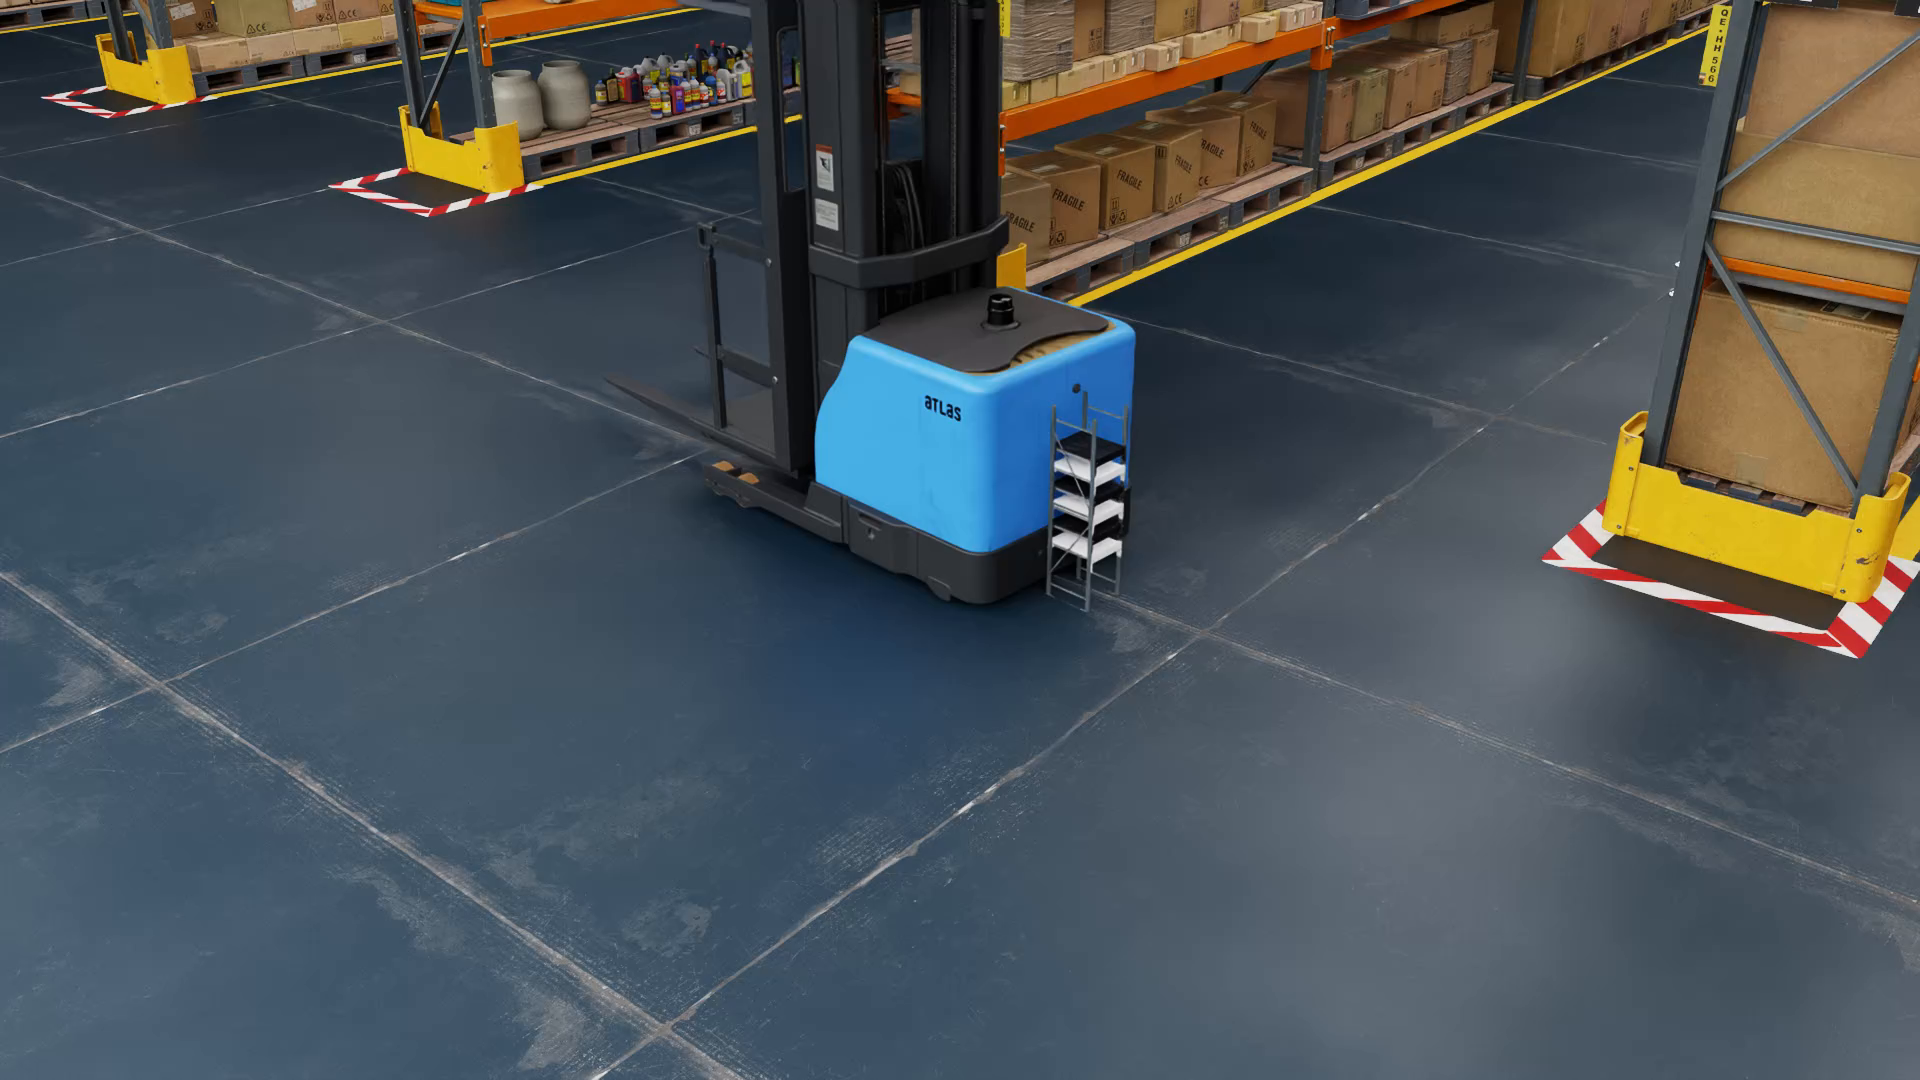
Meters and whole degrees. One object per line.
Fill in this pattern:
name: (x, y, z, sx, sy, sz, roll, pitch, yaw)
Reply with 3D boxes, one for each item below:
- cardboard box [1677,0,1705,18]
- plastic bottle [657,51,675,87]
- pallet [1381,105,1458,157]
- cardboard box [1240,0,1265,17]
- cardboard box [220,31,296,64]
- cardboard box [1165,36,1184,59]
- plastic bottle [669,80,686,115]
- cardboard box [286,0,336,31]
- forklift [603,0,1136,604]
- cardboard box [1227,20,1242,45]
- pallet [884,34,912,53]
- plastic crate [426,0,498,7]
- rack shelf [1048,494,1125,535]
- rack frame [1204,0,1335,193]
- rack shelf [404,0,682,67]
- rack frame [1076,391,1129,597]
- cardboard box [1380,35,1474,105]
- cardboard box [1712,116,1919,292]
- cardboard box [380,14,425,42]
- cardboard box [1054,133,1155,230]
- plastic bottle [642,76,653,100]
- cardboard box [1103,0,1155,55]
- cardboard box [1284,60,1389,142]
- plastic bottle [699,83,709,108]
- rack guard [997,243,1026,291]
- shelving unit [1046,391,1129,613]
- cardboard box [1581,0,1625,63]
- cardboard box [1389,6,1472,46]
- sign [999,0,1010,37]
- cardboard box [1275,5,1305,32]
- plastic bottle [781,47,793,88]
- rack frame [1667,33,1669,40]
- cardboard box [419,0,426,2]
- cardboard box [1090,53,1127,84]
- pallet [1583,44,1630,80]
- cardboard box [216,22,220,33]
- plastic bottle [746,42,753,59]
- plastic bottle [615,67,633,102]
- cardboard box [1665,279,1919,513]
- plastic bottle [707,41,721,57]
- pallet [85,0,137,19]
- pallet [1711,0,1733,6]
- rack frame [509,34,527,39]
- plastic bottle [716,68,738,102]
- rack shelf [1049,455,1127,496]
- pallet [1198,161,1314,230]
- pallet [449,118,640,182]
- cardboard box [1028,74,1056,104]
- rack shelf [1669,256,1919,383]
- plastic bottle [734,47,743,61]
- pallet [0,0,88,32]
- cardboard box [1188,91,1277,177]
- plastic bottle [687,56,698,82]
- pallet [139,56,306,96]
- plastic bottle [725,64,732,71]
cardboard box: (7.937, -6.479, 18.865, 0.875, 0.875, 0.875, 21, 34, 34)
plastic bottle: (-2.679, -4.273, 15.149, 0.144, 0.351, 0.185, 20, 34, 34)
pallet: (3.637, -3.662, 14.598, 1.003, 0.211, 1.213, 21, 34, 34)
cardboard box: (1.688, -4.057, 11.896, 0.875, 0.500, 0.500, 21, 34, 34)
cardboard box: (-6.991, -4.936, 16.563, 0.500, 0.250, 0.500, 21, 34, 34)
cardboard box: (1.274, -3.322, 11.180, 0.380, 0.149, 0.250, 21, 34, 34)
plastic bottle: (-2.447, -3.834, 14.374, 0.061, 0.283, 0.133, 21, 34, 35)
cardboard box: (-6.681, -5.450, 16.739, 0.500, 0.500, 0.500, 21, 34, 34)
forklift: (-0.618, -1.606, 7.665, 3.031, 2.935, 1.130, 25, 36, 39)
cardboard box: (1.752, -3.587, 11.693, 0.380, 0.149, 0.250, 21, 34, 34)
pallet: (-0.209, -5.122, 17.422, 1.003, 0.211, 1.213, 21, 34, 34)
plastic crate: (-3.911, -4.417, 13.186, 0.499, 0.251, 0.616, 21, 34, 34)
rack shelf: (0.538, -0.127, 7.089, 0.258, 0.077, 0.200, 24, 36, 38)
rack frame: (2.367, -4.189, 12.583, 1.000, 3.000, 0.127, 21, 34, 34)
rack shelf: (-2.727, -4.608, 14.176, 1.077, 0.370, 4.000, 21, 34, 34)
rack frame: (0.608, -0.191, 7.140, 0.240, 0.900, 0.006, 24, 36, 38)
cardboard box: (4.158, -4.249, 14.940, 0.700, 0.500, 0.500, 18, 32, 30)
cardboard box: (3.787, -1.497, 7.216, 0.875, 0.550, 0.550, 21, 34, 34)
cardboard box: (-6.033, -5.467, 17.588, 0.500, 0.250, 0.500, 21, 34, 34)
cardboard box: (1.000, -2.502, 11.586, 0.500, 0.500, 0.500, 25, 36, 39)
plastic bottle: (-2.791, -4.051, 14.883, 0.097, 0.201, 0.097, 0, 27, 0)
cardboard box: (0.771, -3.511, 10.841, 0.875, 0.500, 0.500, 21, 34, 34)
cardboard box: (3.092, -3.649, 13.781, 0.700, 0.500, 0.500, 21, 34, 34)
plastic bottle: (-2.261, -3.915, 14.620, 0.097, 0.201, 0.097, 0, 27, 0)
rack guard: (-0.129, -1.688, 10.468, 1.175, 0.500, 0.348, 21, 34, 34)
shelving unit: (0.538, -0.157, 7.074, 0.258, 0.900, 0.210, 24, 36, 38)
cardboard box: (5.939, -5.403, 16.784, 1.225, 0.875, 0.875, 21, 34, 35)
cardboard box: (4.179, -4.588, 14.780, 0.500, 0.250, 0.500, -24, 36, -38)
sign: (0.242, -2.997, 9.336, 0.100, 0.325, 0.005, 21, 34, 34)
cardboard box: (2.291, -3.830, 12.162, 0.380, 0.149, 0.250, 21, 34, 34)
plastic bottle: (-1.642, -4.343, 15.285, 0.144, 0.351, 0.185, 20, 33, 33)
rack frame: (7.456, -7.026, 18.066, 1.000, 3.000, 0.127, 21, 34, 34)
cardboard box: (-5.728, -5.982, 17.768, 0.500, 0.500, 0.500, 21, 34, 34)
cardboard box: (0.840, -3.039, 10.634, 0.380, 0.149, 0.250, 21, 34, 34)
pallet: (6.247, -5.057, 17.295, 1.003, 0.211, 1.213, 21, 34, 34)
cardboard box: (-7.397, -5.090, 16.860, 0.500, 0.250, 0.500, 21, 34, 34)
plastic bottle: (-1.996, -4.635, 15.936, 0.097, 0.271, 0.097, 0, 27, 0)
plastic bottle: (-2.988, -4.065, 14.828, 0.152, 0.276, 0.135, 21, 34, 35)
cardboard box: (3.966, -0.788, 7.864, 0.875, 0.875, 0.875, 21, 34, 35)
plastic bottle: (-2.288, -4.491, 15.570, 0.144, 0.351, 0.185, 22, 34, 36)
pallet: (-10.275, -6.611, 20.299, 1.003, 0.211, 1.213, 21, 34, 34)
pallet: (8.776, -6.468, 20.024, 1.003, 0.211, 1.213, 21, 34, 34)
rack frame: (-5.274, -7.086, 18.182, 1.000, 3.000, 0.127, 21, 34, 34)
plastic bottle: (-2.076, -4.071, 14.840, 0.152, 0.276, 0.135, 21, 34, 35)
rack shelf: (0.538, -0.287, 7.007, 0.258, 0.077, 0.200, 24, 36, 38)
pallet: (1.967, -2.702, 12.744, 1.003, 0.211, 1.213, 21, 34, 34)
pallet: (-3.466, -3.307, 13.913, 1.003, 0.211, 1.213, 21, 34, 34)
cardboard box: (0.362, -2.774, 10.121, 0.380, 0.149, 0.250, 21, 34, 34)
rack shelf: (4.858, -1.675, 8.506, 1.077, 0.370, 4.000, 21, 34, 34)
plastic bottle: (-2.098, -4.487, 15.637, 0.061, 0.283, 0.133, 21, 34, 34)
pallet: (-11.051, -6.180, 19.466, 1.003, 0.211, 1.213, 21, 34, 34)
cardboard box: (2.082, -3.135, 12.809, 0.500, 0.500, 0.500, 20, 33, 33)
plastic bottle: (-2.473, -4.325, 15.337, 0.097, 0.271, 0.097, 0, 27, 0)
pallet: (-7.365, -4.712, 16.629, 1.003, 0.211, 1.213, 21, 34, 34)
plastic bottle: (-2.065, -4.151, 14.988, 0.061, 0.283, 0.133, 21, 34, 34)
